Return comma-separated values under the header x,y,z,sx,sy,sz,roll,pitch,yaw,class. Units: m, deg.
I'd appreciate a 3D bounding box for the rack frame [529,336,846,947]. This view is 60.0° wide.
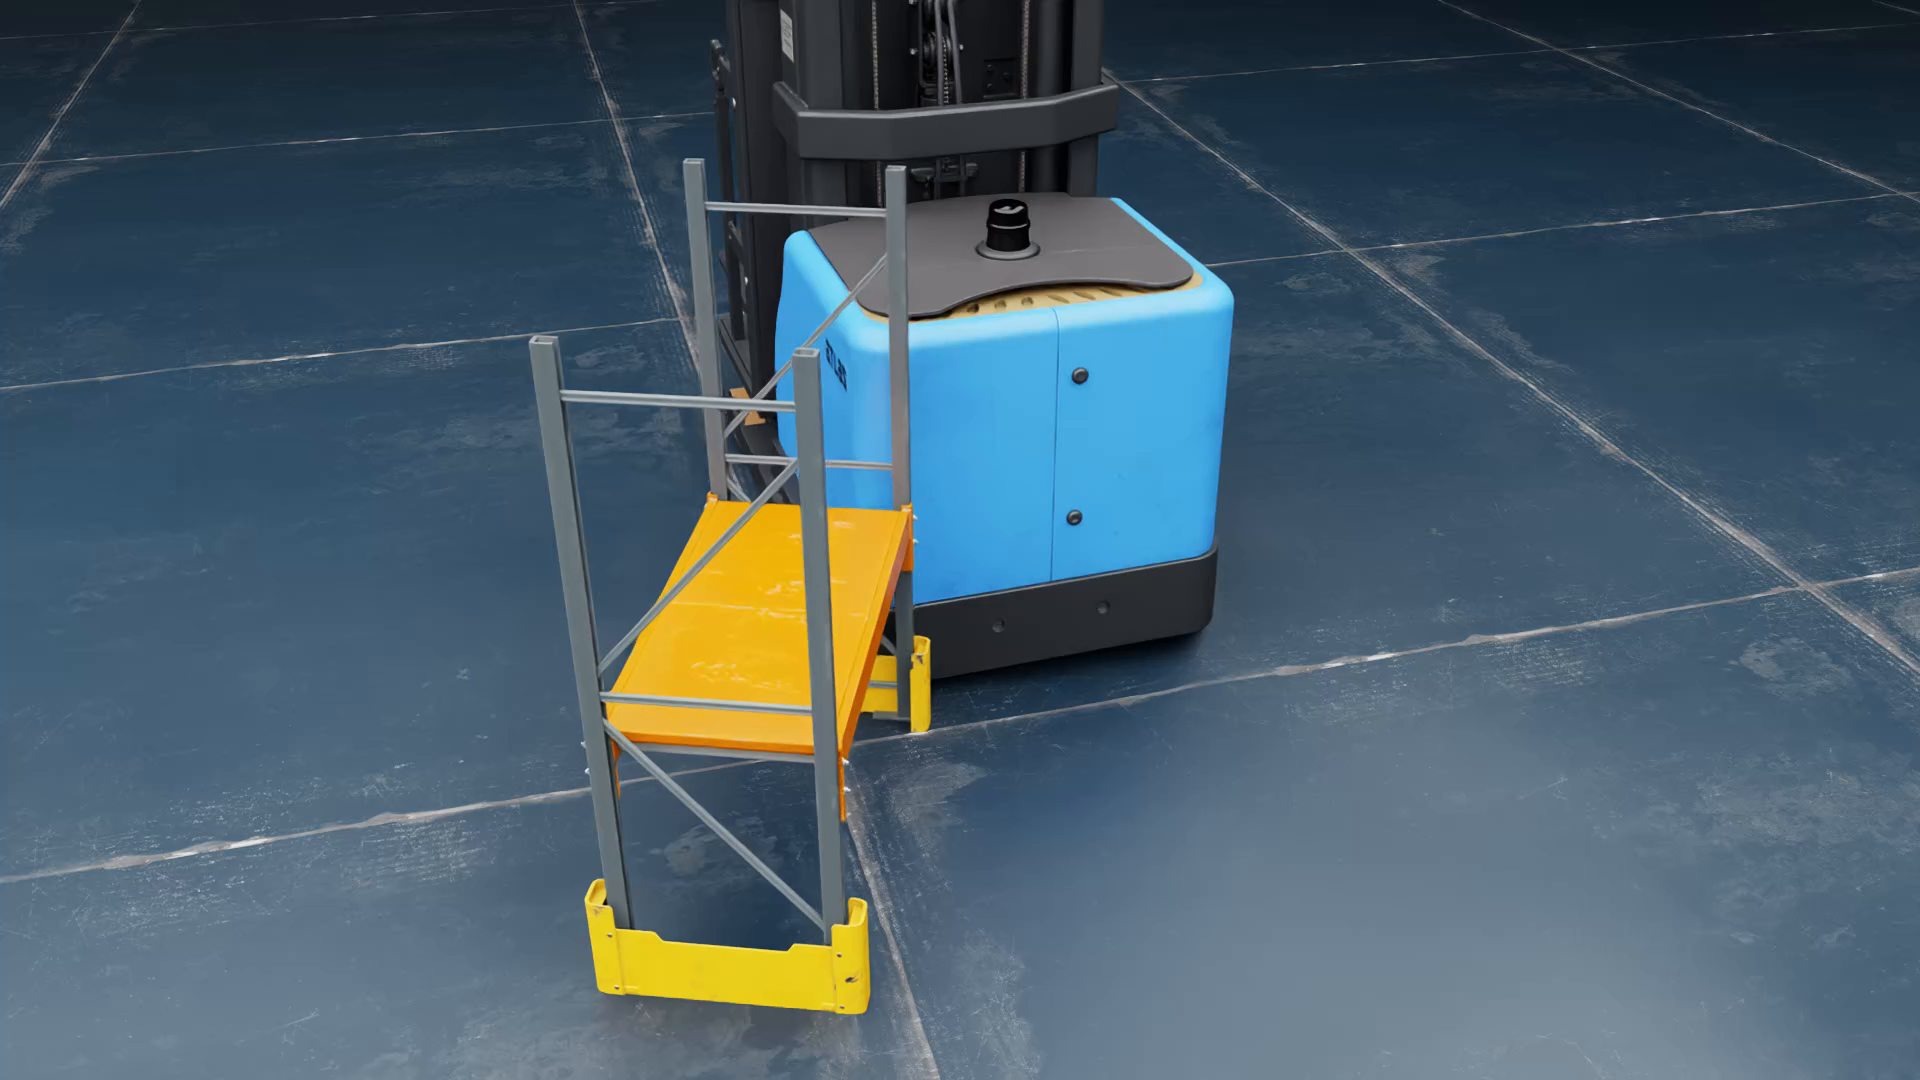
x,y,z,sx,sy,sz,roll,pitch,yaw,class
-0.487,0.319,3.202,0.500,1.500,0.032,3,30,6,rack frame

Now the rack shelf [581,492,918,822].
x,y,z,sx,sy,sz,roll,pitch,yaw,class
-0.428,0.222,3.729,0.538,0.185,1.000,3,30,6,rack shelf

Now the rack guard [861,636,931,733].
x,y,z,sx,sy,sz,roll,pitch,yaw,class
-0.372,0.364,4.372,0.587,0.250,0.087,3,30,6,rack guard

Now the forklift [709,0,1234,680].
x,y,z,sx,sy,sz,roll,pitch,yaw,class
-0.214,-1.605,5.096,1.130,2.935,3.031,-9,31,-15,forklift

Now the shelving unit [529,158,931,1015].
x,y,z,sx,sy,sz,roll,pitch,yaw,class
-0.429,0.071,3.631,0.587,1.500,1.083,3,30,6,shelving unit

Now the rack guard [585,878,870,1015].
x,y,z,sx,sy,sz,roll,pitch,yaw,class
-0.487,0.859,3.516,0.587,0.250,0.087,3,30,6,rack guard

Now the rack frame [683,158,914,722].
x,y,z,sx,sy,sz,roll,pitch,yaw,class
-0.369,-0.187,4.076,0.500,1.500,0.032,3,30,6,rack frame
